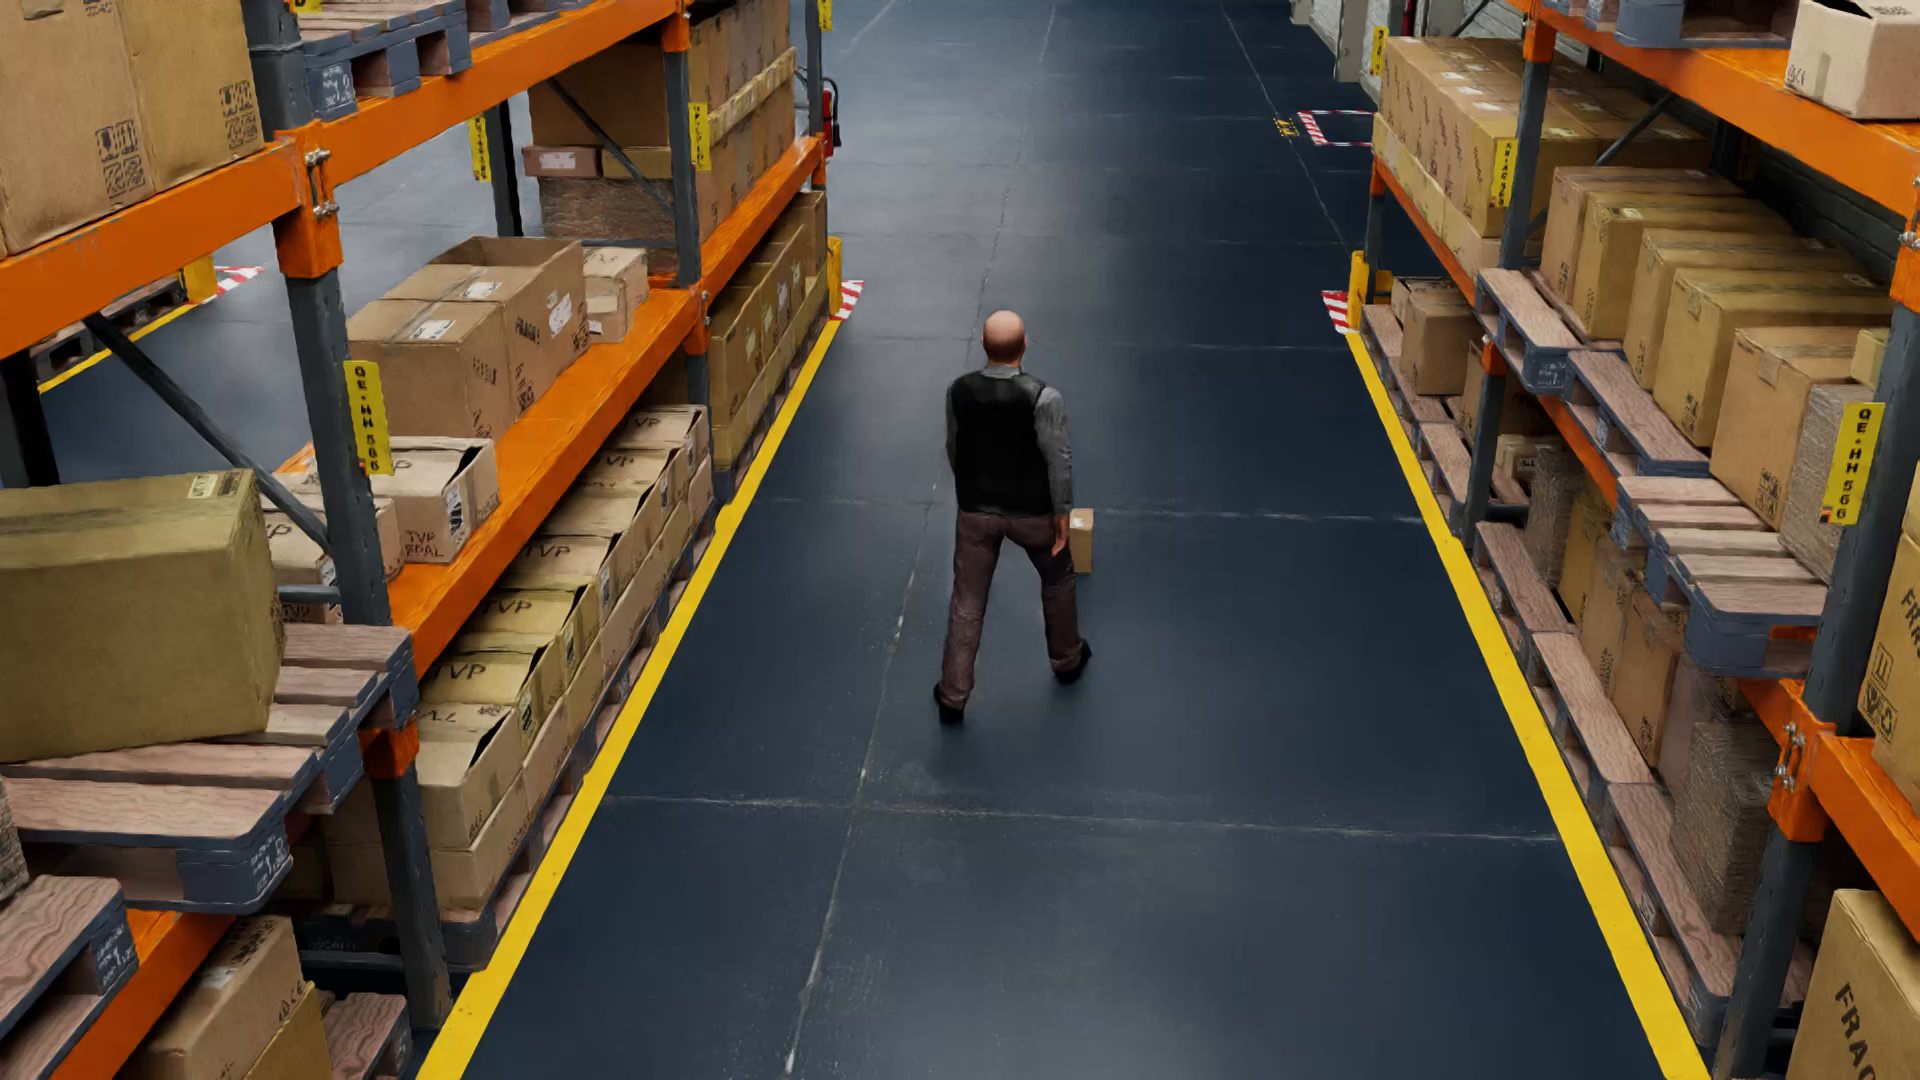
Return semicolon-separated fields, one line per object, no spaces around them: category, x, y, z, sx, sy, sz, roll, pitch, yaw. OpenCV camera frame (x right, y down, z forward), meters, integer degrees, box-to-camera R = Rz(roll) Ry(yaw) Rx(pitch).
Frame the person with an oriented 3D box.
person;0.221;-0.123;6.945;0.603;1.688;0.799;6;25;13
